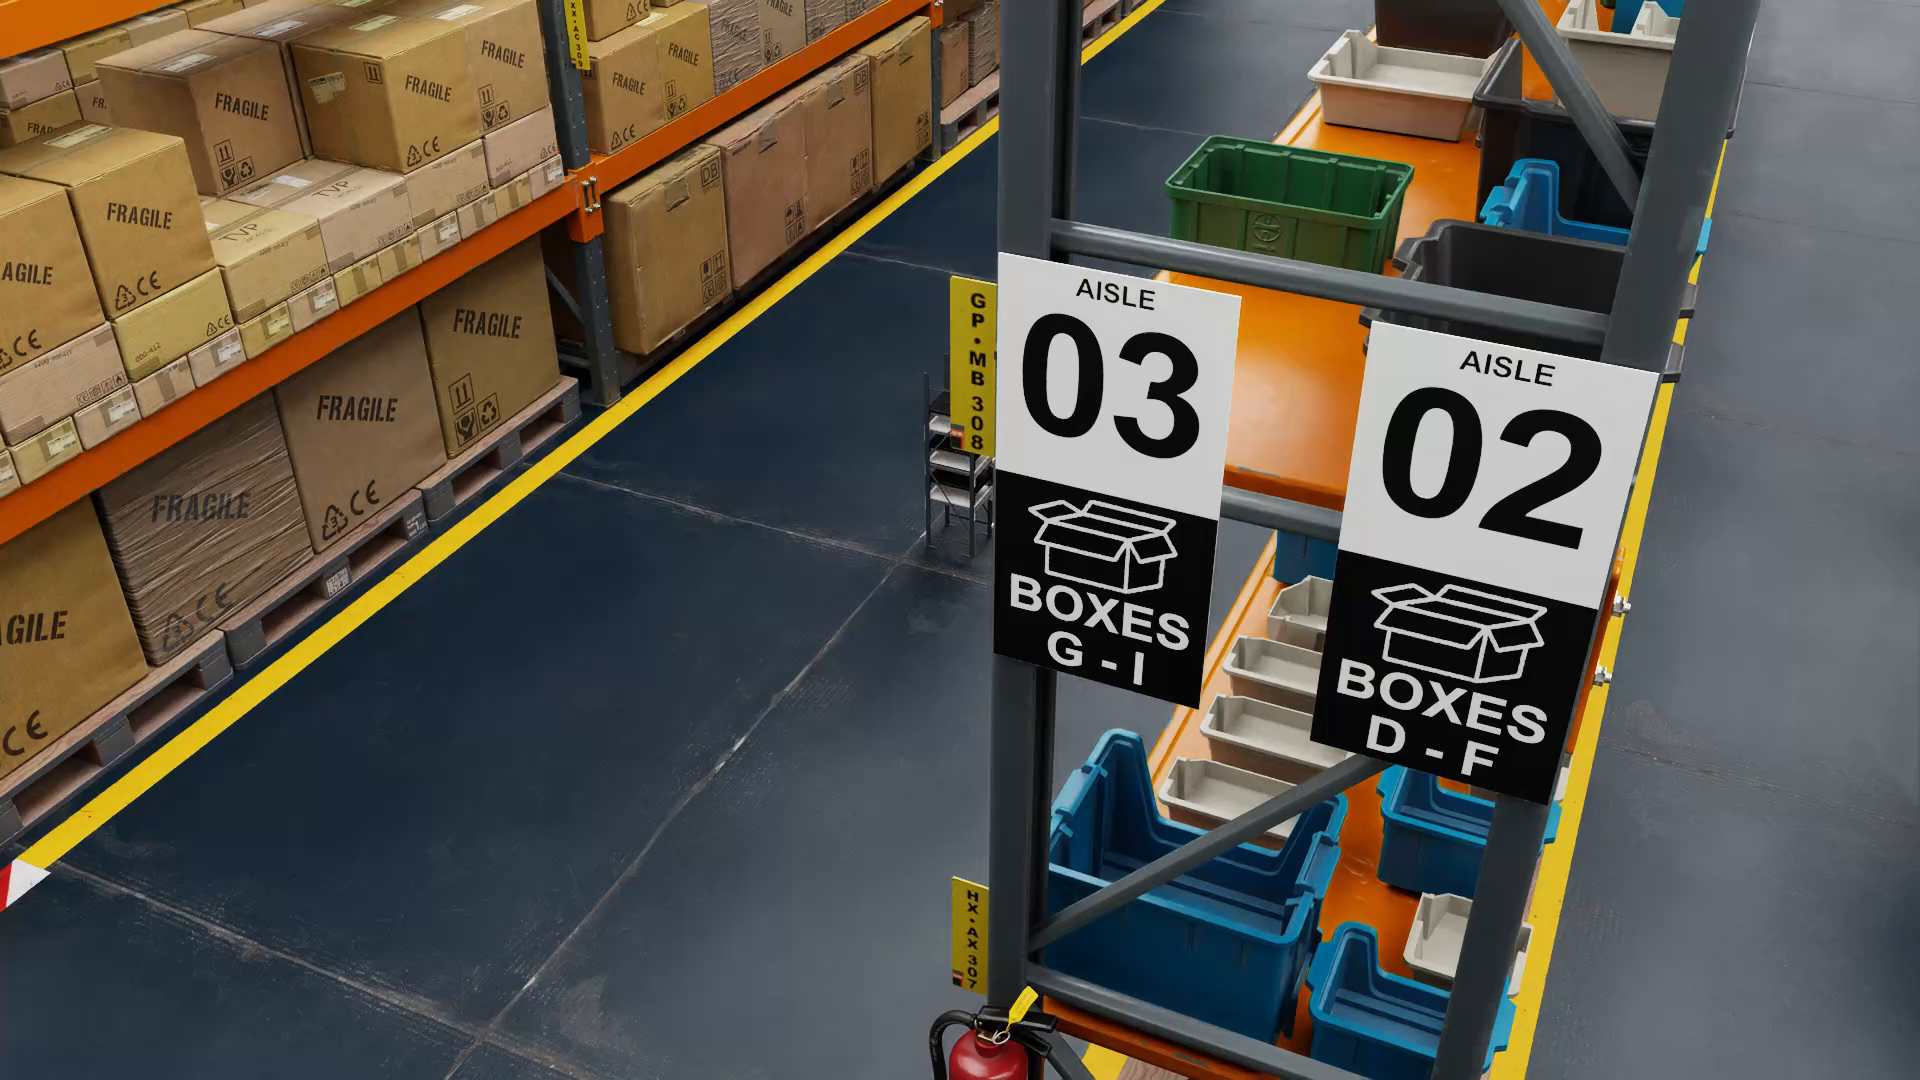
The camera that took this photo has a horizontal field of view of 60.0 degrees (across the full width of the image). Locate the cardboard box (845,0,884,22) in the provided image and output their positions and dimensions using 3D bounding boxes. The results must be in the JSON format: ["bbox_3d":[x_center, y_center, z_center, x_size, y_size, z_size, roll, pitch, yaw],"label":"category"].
[{"bbox_3d":[-0.811,-3.572,10.371,0.500,0.500,0.500,14,36,20],"label":"cardboard box"}]

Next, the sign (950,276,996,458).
[{"bbox_3d":[0.030,-0.288,2.814,0.100,0.325,0.005,14,36,20],"label":"sign"}]

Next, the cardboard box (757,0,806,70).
[{"bbox_3d":[-1.239,-3.060,9.589,0.500,0.500,0.500,15,36,21],"label":"cardboard box"}]

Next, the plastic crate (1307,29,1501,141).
[{"bbox_3d":[1.175,-1.189,4.333,0.437,0.136,0.530,14,36,20],"label":"plastic crate"}]

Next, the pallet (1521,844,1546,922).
[{"bbox_3d":[1.428,1.200,5.728,1.003,0.211,1.213,14,36,20],"label":"pallet"}]

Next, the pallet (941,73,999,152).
[{"bbox_3d":[-0.287,-3.303,12.594,1.003,0.211,1.213,14,36,20],"label":"pallet"}]

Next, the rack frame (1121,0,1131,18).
[{"bbox_3d":[1.058,-6.072,14.275,1.000,3.000,0.127,14,36,20],"label":"rack frame"}]

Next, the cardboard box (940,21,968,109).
[{"bbox_3d":[-0.353,-3.557,12.317,0.700,0.500,0.500,12,35,18],"label":"cardboard box"}]

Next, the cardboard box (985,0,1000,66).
[{"bbox_3d":[0.098,-4.120,13.176,0.700,0.500,0.500,17,37,24],"label":"cardboard box"}]

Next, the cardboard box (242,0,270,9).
[{"bbox_3d":[-5.327,-4.057,12.415,0.500,0.250,0.500,15,36,21],"label":"cardboard box"}]

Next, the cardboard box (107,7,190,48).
[{"bbox_3d":[-5.764,-3.546,11.635,0.500,0.250,0.500,16,36,22],"label":"cardboard box"}]

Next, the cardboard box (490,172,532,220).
[{"bbox_3d":[-2.226,-1.627,7.725,0.380,0.149,0.250,15,36,21],"label":"cardboard box"}]

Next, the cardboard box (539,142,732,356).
[{"bbox_3d":[-2.039,-1.698,9.159,1.225,0.875,0.875,14,36,21],"label":"cardboard box"}]

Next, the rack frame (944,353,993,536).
[{"bbox_3d":[0.039,-0.423,7.574,0.240,0.900,0.006,14,36,20],"label":"rack frame"}]

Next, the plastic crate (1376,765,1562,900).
[{"bbox_3d":[1.214,0.710,4.029,0.416,0.233,0.300,14,36,20],"label":"plastic crate"}]

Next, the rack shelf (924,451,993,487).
[{"bbox_3d":[-0.003,-0.344,7.515,0.258,0.077,0.200,14,36,20],"label":"rack shelf"}]

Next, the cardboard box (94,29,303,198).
[{"bbox_3d":[-3.148,-1.779,6.910,0.500,0.500,0.500,13,35,19],"label":"cardboard box"}]

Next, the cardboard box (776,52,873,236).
[{"bbox_3d":[-1.303,-2.586,10.513,1.225,0.875,0.875,14,36,21],"label":"cardboard box"}]

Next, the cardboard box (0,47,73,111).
[{"bbox_3d":[-6.202,-3.027,10.844,0.500,0.250,0.500,13,35,18],"label":"cardboard box"}]

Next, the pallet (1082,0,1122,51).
[{"bbox_3d":[0.734,-4.518,14.448,1.003,0.211,1.213,14,36,20],"label":"pallet"}]

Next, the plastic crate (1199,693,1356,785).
[{"bbox_3d":[0.847,0.537,4.381,0.396,0.136,0.243,14,36,20],"label":"plastic crate"}]

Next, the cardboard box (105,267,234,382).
[{"bbox_3d":[-3.091,-0.844,6.167,0.500,0.250,0.500,13,35,19],"label":"cardboard box"}]

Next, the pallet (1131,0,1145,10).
[{"bbox_3d":[1.307,-5.249,15.562,1.003,0.211,1.213,14,36,20],"label":"pallet"}]

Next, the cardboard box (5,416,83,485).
[{"bbox_3d":[-3.301,-0.347,5.773,0.380,0.149,0.250,13,36,19],"label":"cardboard box"}]

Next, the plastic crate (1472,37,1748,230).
[{"bbox_3d":[1.425,-0.886,3.686,0.504,0.338,0.767,14,36,20],"label":"plastic crate"}]

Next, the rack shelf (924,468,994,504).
[{"bbox_3d":[-0.003,-0.269,7.565,0.258,0.077,0.200,14,36,20],"label":"rack shelf"}]

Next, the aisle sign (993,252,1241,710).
[{"bbox_3d":[0.240,-0.078,2.762,0.394,0.787,0.004,14,36,20],"label":"aisle sign"}]

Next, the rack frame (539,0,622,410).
[{"bbox_3d":[-2.289,-2.088,8.198,1.000,3.000,0.127,14,36,20],"label":"rack frame"}]

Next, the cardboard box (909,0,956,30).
[{"bbox_3d":[-0.362,-3.873,12.115,0.500,0.250,0.500,16,36,22],"label":"cardboard box"}]

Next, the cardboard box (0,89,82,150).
[{"bbox_3d":[-6.201,-2.713,11.049,0.500,0.500,0.500,16,36,22],"label":"cardboard box"}]

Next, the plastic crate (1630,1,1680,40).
[{"bbox_3d":[2.023,-1.375,4.616,0.293,0.136,0.466,14,36,20],"label":"plastic crate"}]

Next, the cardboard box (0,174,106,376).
[{"bbox_3d":[-3.307,-0.897,5.564,0.500,0.500,0.500,13,36,19],"label":"cardboard box"}]

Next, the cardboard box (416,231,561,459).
[{"bbox_3d":[-2.638,-1.064,8.193,0.875,0.875,0.875,14,36,20],"label":"cardboard box"}]

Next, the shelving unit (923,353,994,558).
[{"bbox_3d":[-0.003,-0.372,7.497,0.258,0.900,0.210,14,36,20],"label":"shelving unit"}]

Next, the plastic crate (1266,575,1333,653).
[{"bbox_3d":[1.049,0.241,4.832,0.298,0.136,0.250,14,36,20],"label":"plastic crate"}]

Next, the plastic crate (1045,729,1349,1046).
[{"bbox_3d":[0.507,0.791,3.721,0.616,0.435,0.499,14,36,20],"label":"plastic crate"}]

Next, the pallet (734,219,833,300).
[{"bbox_3d":[-1.525,-1.933,10.505,1.003,0.211,1.213,14,36,20],"label":"pallet"}]

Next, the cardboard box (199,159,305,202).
[{"bbox_3d":[-3.147,-1.470,7.121,0.500,0.250,0.500,15,36,22],"label":"cardboard box"}]

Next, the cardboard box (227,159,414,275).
[{"bbox_3d":[-2.663,-1.357,6.949,0.500,0.250,0.500,15,36,21],"label":"cardboard box"}]

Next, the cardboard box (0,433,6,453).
[{"bbox_3d":[-3.516,-0.334,5.390,0.500,0.250,0.500,13,36,19],"label":"cardboard box"}]

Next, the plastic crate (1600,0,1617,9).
[{"bbox_3d":[2.307,-1.837,5.274,0.450,0.188,0.662,14,36,20],"label":"plastic crate"}]

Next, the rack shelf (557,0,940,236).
[{"bbox_3d":[-1.452,-2.783,9.915,1.077,0.370,4.000,14,36,20],"label":"rack shelf"}]

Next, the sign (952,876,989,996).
[{"bbox_3d":[0.030,0.854,3.563,0.100,0.325,0.005,14,36,20],"label":"sign"}]

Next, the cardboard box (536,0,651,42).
[{"bbox_3d":[-2.029,-2.869,8.384,0.797,0.503,0.637,13,36,19],"label":"cardboard box"}]

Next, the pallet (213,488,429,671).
[{"bbox_3d":[-3.187,0.049,7.483,1.003,0.211,1.213,14,36,20],"label":"pallet"}]

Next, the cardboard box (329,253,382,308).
[{"bbox_3d":[-2.656,-1.116,6.945,0.380,0.149,0.250,14,36,20],"label":"cardboard box"}]

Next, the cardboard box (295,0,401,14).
[{"bbox_3d":[-2.721,-2.283,7.678,0.500,0.500,0.500,14,36,20],"label":"cardboard box"}]

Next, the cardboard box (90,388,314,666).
[{"bbox_3d":[-3.386,-0.173,6.833,0.875,0.875,0.875,14,36,20],"label":"cardboard box"}]

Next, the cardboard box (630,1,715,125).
[{"bbox_3d":[-1.660,-2.552,8.815,0.500,0.500,0.500,14,36,21],"label":"cardboard box"}]

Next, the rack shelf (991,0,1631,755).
[{"bbox_3d":[1.373,-0.909,4.321,1.077,0.370,4.000,14,36,20],"label":"rack shelf"}]

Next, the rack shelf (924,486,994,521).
[{"bbox_3d":[-0.003,-0.194,7.614,0.258,0.077,0.200,14,36,20],"label":"rack shelf"}]

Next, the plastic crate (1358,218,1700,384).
[{"bbox_3d":[0.951,-0.287,2.836,0.497,0.269,0.590,14,36,20],"label":"plastic crate"}]

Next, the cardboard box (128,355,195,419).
[{"bbox_3d":[-3.086,-0.604,6.164,0.380,0.149,0.250,13,36,20],"label":"cardboard box"}]

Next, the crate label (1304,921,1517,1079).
[{"bbox_3d":[0.939,1.038,3.529,0.416,0.233,0.303,14,36,20],"label":"crate label"}]

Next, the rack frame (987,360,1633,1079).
[{"bbox_3d":[0.536,1.041,3.427,1.000,3.000,0.127,14,36,20],"label":"rack frame"}]

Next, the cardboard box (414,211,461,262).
[{"bbox_3d":[-2.441,-1.372,7.335,0.380,0.149,0.250,15,36,21],"label":"cardboard box"}]

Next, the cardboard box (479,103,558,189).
[{"bbox_3d":[-2.235,-1.869,7.731,0.500,0.250,0.500,14,36,20],"label":"cardboard box"}]

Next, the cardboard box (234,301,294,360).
[{"bbox_3d":[-2.872,-0.858,6.552,0.380,0.149,0.250,13,36,19],"label":"cardboard box"}]

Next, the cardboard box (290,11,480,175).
[{"bbox_3d":[-2.452,-1.924,7.130,0.500,0.500,0.500,15,36,21],"label":"cardboard box"}]
